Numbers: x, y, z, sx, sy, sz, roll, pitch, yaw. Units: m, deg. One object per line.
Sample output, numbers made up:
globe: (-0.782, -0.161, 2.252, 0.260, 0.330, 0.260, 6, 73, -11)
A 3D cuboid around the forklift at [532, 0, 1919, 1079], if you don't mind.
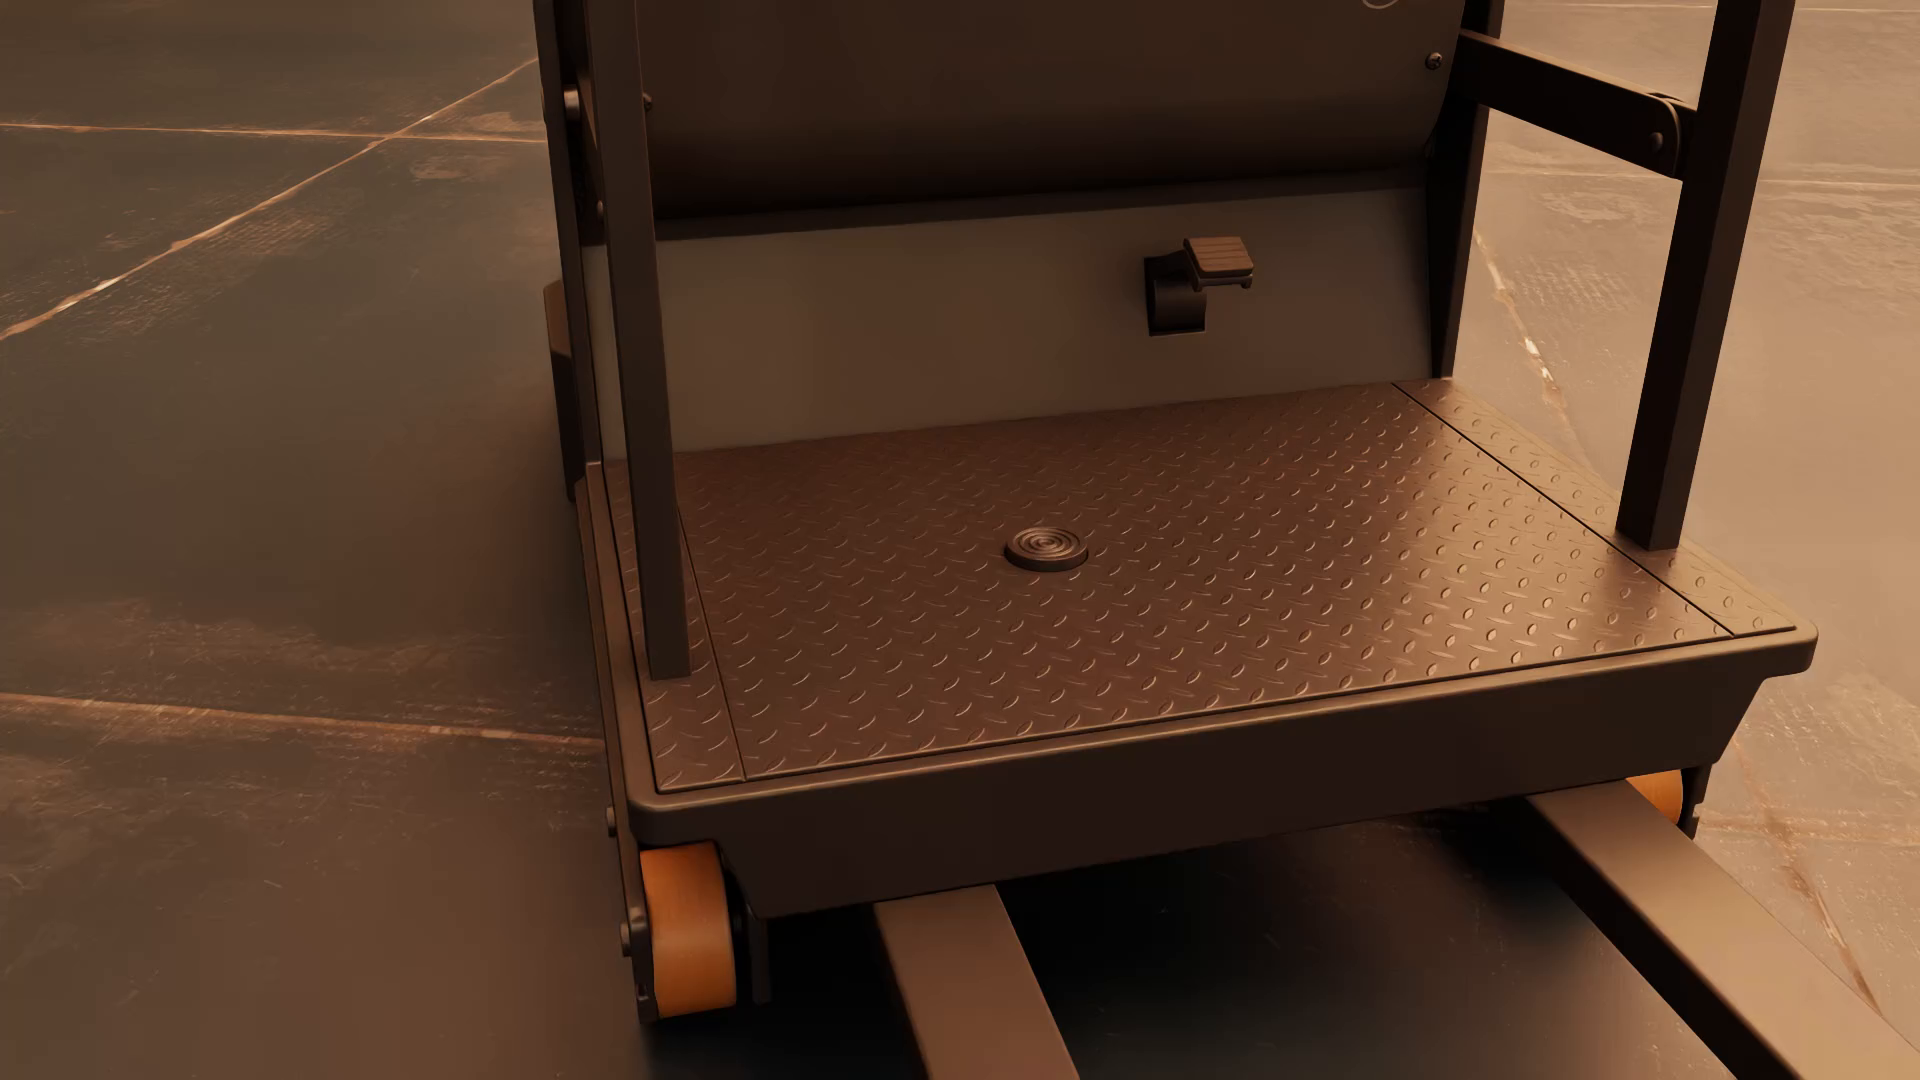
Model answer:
forklift: (0.153, -1.049, 1.319, 1.130, 2.935, 3.031, -7, 27, -13)
